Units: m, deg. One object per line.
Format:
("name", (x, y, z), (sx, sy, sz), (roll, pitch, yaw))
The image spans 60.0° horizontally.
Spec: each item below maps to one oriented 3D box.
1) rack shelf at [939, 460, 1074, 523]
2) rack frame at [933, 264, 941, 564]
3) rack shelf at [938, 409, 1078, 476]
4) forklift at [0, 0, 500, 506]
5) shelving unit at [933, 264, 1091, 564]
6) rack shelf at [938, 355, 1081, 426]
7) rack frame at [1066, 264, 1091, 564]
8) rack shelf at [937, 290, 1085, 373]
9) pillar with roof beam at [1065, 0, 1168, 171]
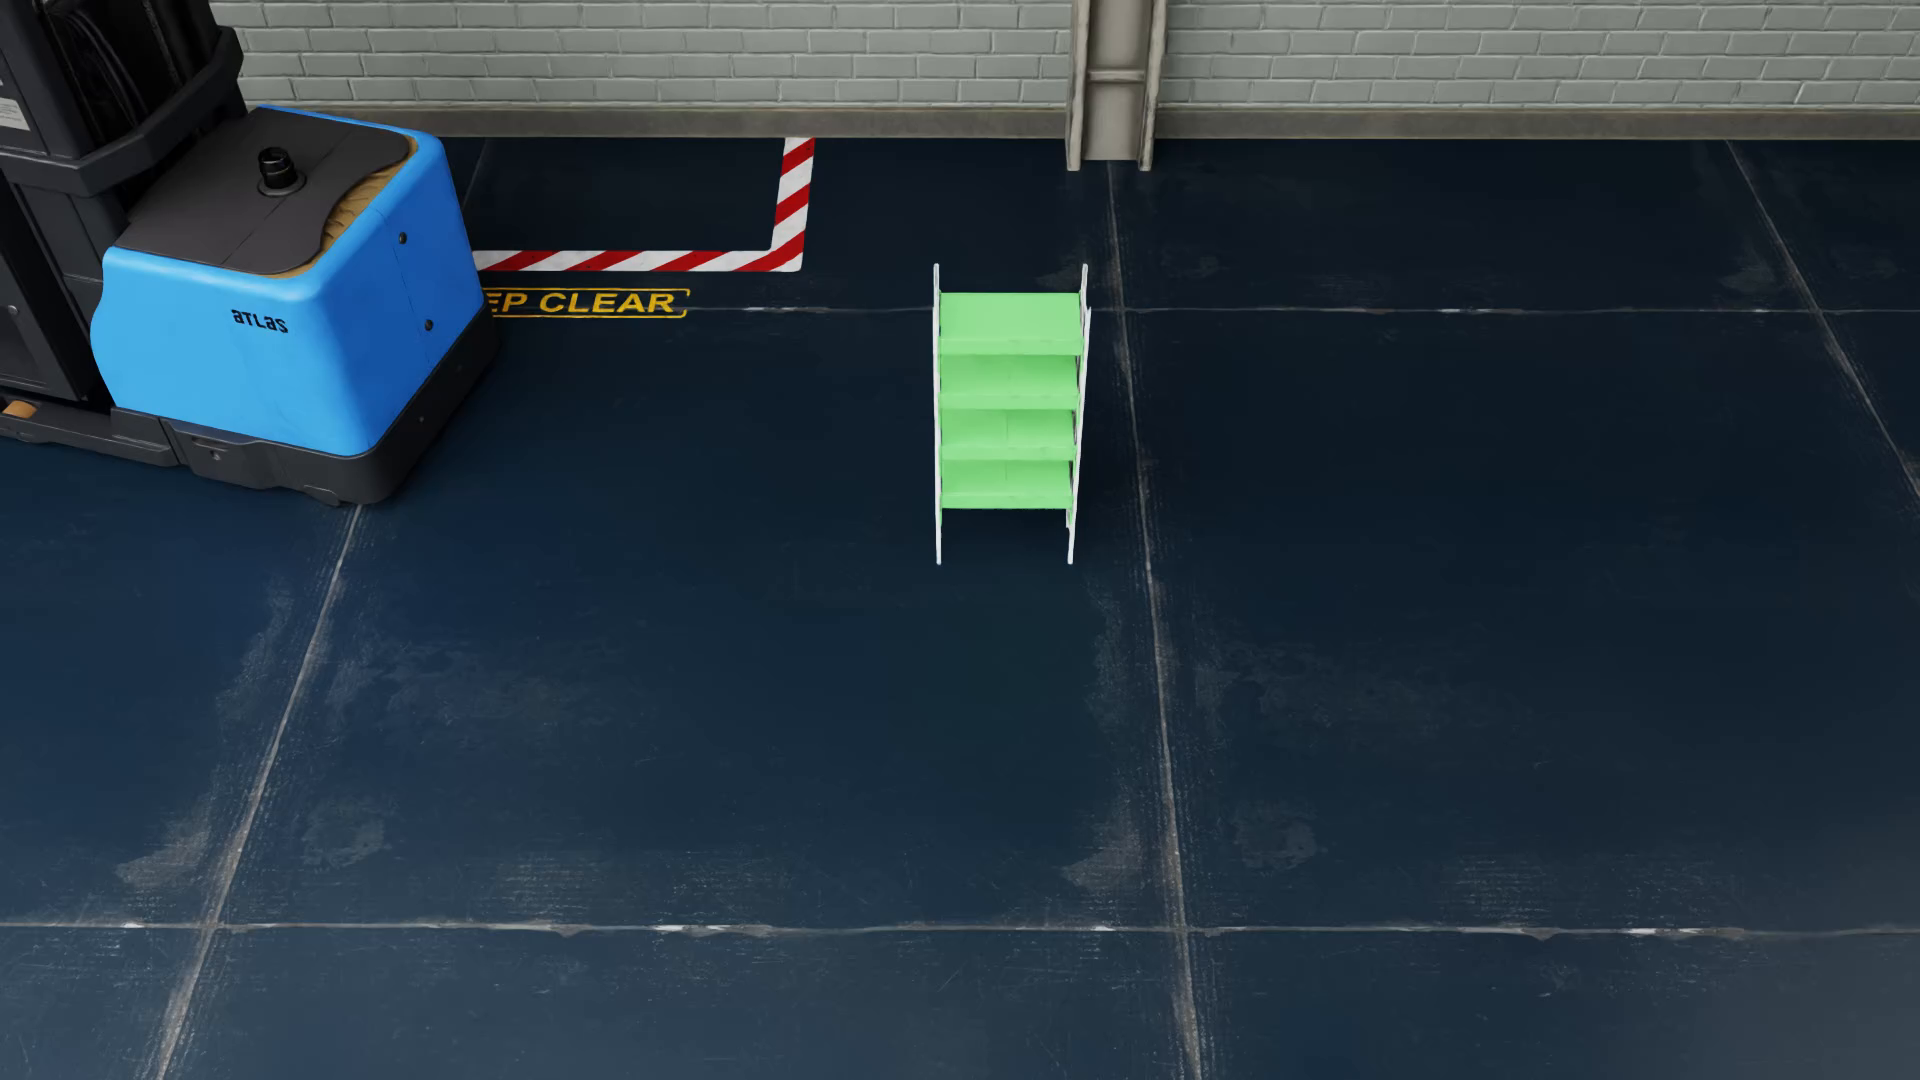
("rack shelf", (0.166, -0.201, 6.033), (0.480, 0.148, 0.258), (0, 47, 0))
("rack frame", (-0.078, -0.409, 5.811), (0.015, 1.200, 0.240), (0, 47, 0))
("rack shelf", (0.166, -0.365, 5.857), (0.480, 0.148, 0.258), (0, 47, 0))
("forklift", (-3.484, -1.745, 5.872), (3.031, 2.935, 1.130), (12, 48, 11))
("shelving unit", (0.166, -0.408, 5.810), (0.503, 1.200, 0.258), (0, 47, 0))
("rack shelf", (0.166, -0.528, 5.681), (0.480, 0.148, 0.258), (0, 47, 0))
("rack frame", (0.410, -0.408, 5.810), (0.015, 1.200, 0.240), (0, 47, 0))
("rack shelf", (0.166, -0.692, 5.506), (0.480, 0.148, 0.258), (0, 47, 0))
("pillar with roof beam", (0.692, -1.777, 1.756), (0.400, 9.000, 9.100), (0, 47, 0))
